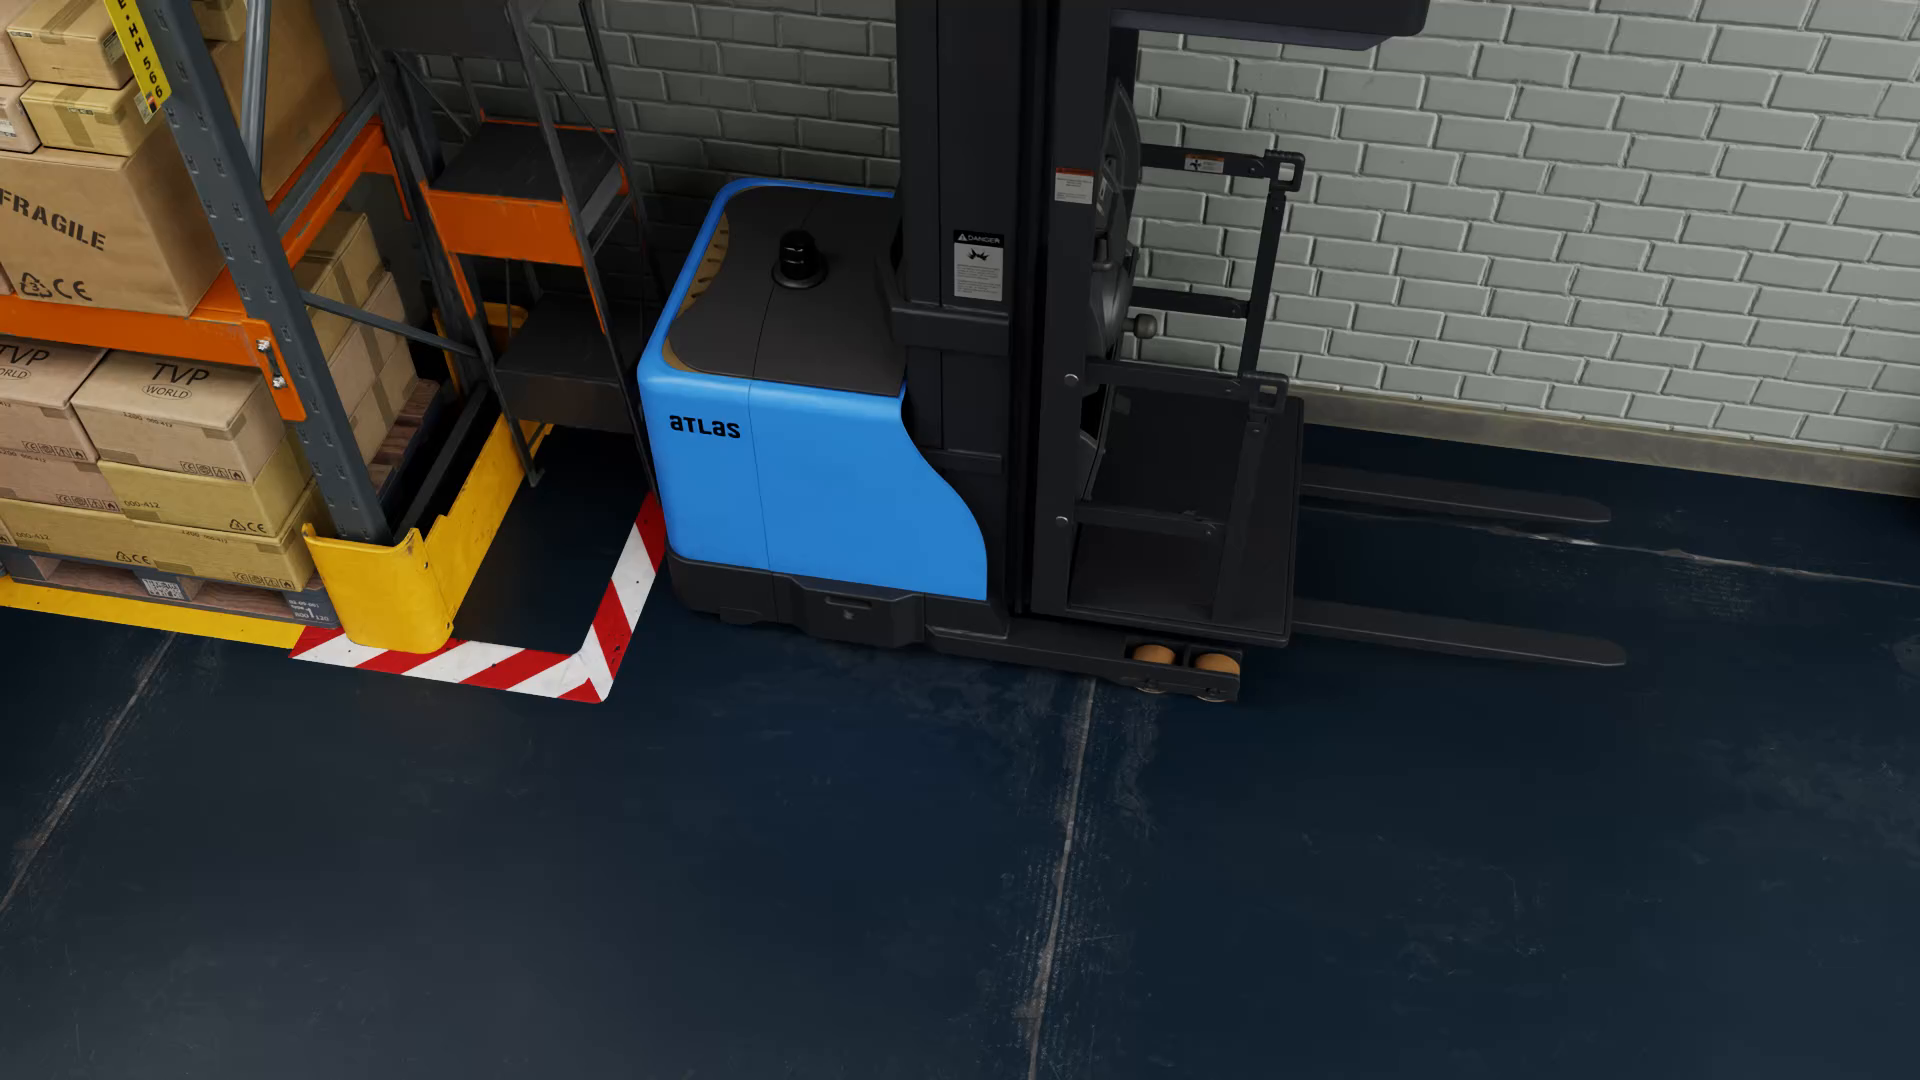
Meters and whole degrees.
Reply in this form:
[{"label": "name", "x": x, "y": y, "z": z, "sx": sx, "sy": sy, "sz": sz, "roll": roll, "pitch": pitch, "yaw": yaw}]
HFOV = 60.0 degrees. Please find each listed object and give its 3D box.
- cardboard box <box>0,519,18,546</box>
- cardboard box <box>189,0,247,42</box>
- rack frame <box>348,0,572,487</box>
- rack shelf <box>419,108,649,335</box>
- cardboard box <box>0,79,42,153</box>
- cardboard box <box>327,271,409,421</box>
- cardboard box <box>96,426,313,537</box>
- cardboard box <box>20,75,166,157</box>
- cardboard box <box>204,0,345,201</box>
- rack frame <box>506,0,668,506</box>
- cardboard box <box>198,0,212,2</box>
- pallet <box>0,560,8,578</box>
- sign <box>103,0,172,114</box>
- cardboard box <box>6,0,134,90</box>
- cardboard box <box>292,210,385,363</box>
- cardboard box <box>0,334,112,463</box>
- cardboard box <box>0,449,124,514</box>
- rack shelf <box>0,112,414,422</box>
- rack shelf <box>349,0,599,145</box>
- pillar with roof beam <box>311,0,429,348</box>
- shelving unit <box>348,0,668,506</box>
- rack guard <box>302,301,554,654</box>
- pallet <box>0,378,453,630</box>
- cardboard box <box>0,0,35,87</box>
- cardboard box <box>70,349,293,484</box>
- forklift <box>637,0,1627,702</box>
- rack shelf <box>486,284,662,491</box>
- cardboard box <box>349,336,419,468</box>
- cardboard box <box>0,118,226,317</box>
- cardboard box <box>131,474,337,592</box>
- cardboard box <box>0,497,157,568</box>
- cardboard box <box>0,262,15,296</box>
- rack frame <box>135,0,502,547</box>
[{"label": "cardboard box", "x": -3.281, "y": -0.275, "z": 5.546, "sx": 0.500, "sy": 0.250, "sz": 0.500, "roll": 8, "pitch": 49, "yaw": 7}, {"label": "cardboard box", "x": -2.071, "y": -1.562, "z": 4.634, "sx": 0.250, "sy": 0.149, "sz": 0.380, "roll": 7, "pitch": 48, "yaw": 6}, {"label": "rack frame", "x": -1.549, "y": -1.047, "z": 5.282, "sx": 0.015, "sy": 2.100, "sz": 0.400, "roll": 8, "pitch": 48, "yaw": 14}, {"label": "rack shelf", "x": -1.314, "y": -1.004, "z": 5.234, "sx": 0.480, "sy": 0.518, "sz": 0.431, "roll": 8, "pitch": 48, "yaw": 14}, {"label": "cardboard box", "x": -2.431, "y": -1.180, "z": 4.290, "sx": 0.250, "sy": 0.149, "sz": 0.380, "roll": 8, "pitch": 49, "yaw": 7}, {"label": "cardboard box", "x": -2.209, "y": -0.680, "z": 5.574, "sx": 0.500, "sy": 0.250, "sz": 0.500, "roll": 8, "pitch": 49, "yaw": 8}, {"label": "cardboard box", "x": -2.318, "y": -0.301, "z": 5.234, "sx": 0.500, "sy": 0.250, "sz": 0.500, "roll": 7, "pitch": 48, "yaw": 6}, {"label": "cardboard box", "x": -2.175, "y": -1.168, "z": 4.279, "sx": 0.250, "sy": 0.149, "sz": 0.380, "roll": 8, "pitch": 49, "yaw": 7}, {"label": "cardboard box", "x": -2.222, "y": -1.379, "z": 4.905, "sx": 0.500, "sy": 0.500, "sz": 0.500, "roll": 9, "pitch": 49, "yaw": 8}, {"label": "rack frame", "x": -1.080, "y": -0.979, "z": 5.167, "sx": 0.015, "sy": 2.100, "sz": 0.400, "roll": 8, "pitch": 48, "yaw": 14}, {"label": "cardboard box", "x": -2.076, "y": -1.627, "z": 4.492, "sx": 0.250, "sy": 0.149, "sz": 0.380, "roll": 7, "pitch": 48, "yaw": 6}, {"label": "pallet", "x": -3.741, "y": -0.379, "z": 5.948, "sx": 1.213, "sy": 0.211, "sz": 1.003, "roll": 8, "pitch": 49, "yaw": 7}, {"label": "sign", "x": -1.894, "y": -1.148, "z": 3.827, "sx": 0.005, "sy": 0.325, "sz": 0.100, "roll": 8, "pitch": 49, "yaw": 7}, {"label": "cardboard box", "x": -2.174, "y": -1.320, "z": 4.216, "sx": 0.250, "sy": 0.149, "sz": 0.380, "roll": 8, "pitch": 49, "yaw": 7}, {"label": "cardboard box", "x": -2.223, "y": -0.835, "z": 5.377, "sx": 0.500, "sy": 0.250, "sz": 0.500, "roll": 7, "pitch": 48, "yaw": 6}, {"label": "cardboard box", "x": -2.796, "y": -0.528, "z": 5.102, "sx": 0.500, "sy": 0.250, "sz": 0.500, "roll": 8, "pitch": 49, "yaw": 8}, {"label": "cardboard box", "x": -2.810, "y": -0.375, "z": 5.301, "sx": 0.500, "sy": 0.250, "sz": 0.500, "roll": 7, "pitch": 48, "yaw": 6}, {"label": "rack shelf", "x": -3.752, "y": -1.101, "z": 5.206, "sx": 4.000, "sy": 0.370, "sz": 1.077, "roll": 8, "pitch": 49, "yaw": 7}, {"label": "rack shelf", "x": -1.369, "y": -1.481, "z": 4.725, "sx": 0.480, "sy": 0.518, "sz": 0.431, "roll": 8, "pitch": 48, "yaw": 14}, {"label": "pillar with roof beam", "x": -3.074, "y": -0.683, "z": 0.314, "sx": 0.400, "sy": 9.000, "sz": 9.100, "roll": 8, "pitch": 49, "yaw": 7}, {"label": "shelving unit", "x": -1.315, "y": -1.013, "z": 5.224, "sx": 0.503, "sy": 2.100, "sz": 0.431, "roll": 8, "pitch": 48, "yaw": 14}, {"label": "rack guard", "x": -1.760, "y": -0.238, "z": 5.628, "sx": 0.348, "sy": 0.500, "sz": 1.175, "roll": 8, "pitch": 49, "yaw": 7}, {"label": "pallet", "x": -2.544, "y": -0.215, "z": 5.802, "sx": 1.213, "sy": 0.211, "sz": 1.003, "roll": 8, "pitch": 49, "yaw": 7}, {"label": "cardboard box", "x": -2.422, "y": -1.330, "z": 4.225, "sx": 0.250, "sy": 0.149, "sz": 0.380, "roll": 8, "pitch": 49, "yaw": 7}, {"label": "cardboard box", "x": -2.292, "y": -0.465, "z": 5.045, "sx": 0.500, "sy": 0.250, "sz": 0.500, "roll": 9, "pitch": 49, "yaw": 8}, {"label": "forklift", "x": 0.618, "y": -0.896, "z": 4.584, "sx": 3.031, "sy": 2.935, "sz": 1.130, "roll": 8, "pitch": 49, "yaw": 7}, {"label": "rack shelf", "x": -1.258, "y": -0.527, "z": 5.744, "sx": 0.480, "sy": 0.518, "sz": 0.431, "roll": 8, "pitch": 48, "yaw": 14}, {"label": "cardboard box", "x": -2.232, "y": -0.506, "z": 5.755, "sx": 0.500, "sy": 0.250, "sz": 0.500, "roll": 8, "pitch": 49, "yaw": 7}, {"label": "cardboard box", "x": -2.315, "y": -0.983, "z": 4.550, "sx": 0.500, "sy": 0.500, "sz": 0.500, "roll": 7, "pitch": 48, "yaw": 6}, {"label": "cardboard box", "x": -2.302, "y": -0.129, "z": 5.416, "sx": 0.500, "sy": 0.250, "sz": 0.500, "roll": 8, "pitch": 49, "yaw": 7}, {"label": "cardboard box", "x": -2.790, "y": -0.202, "z": 5.481, "sx": 0.500, "sy": 0.250, "sz": 0.500, "roll": 8, "pitch": 49, "yaw": 7}, {"label": "cardboard box", "x": -2.823, "y": -1.059, "z": 4.617, "sx": 0.500, "sy": 0.500, "sz": 0.500, "roll": 9, "pitch": 49, "yaw": 8}, {"label": "rack frame", "x": -1.784, "y": -1.077, "z": 4.701, "sx": 0.127, "sy": 3.000, "sz": 1.000, "roll": 8, "pitch": 49, "yaw": 7}]
